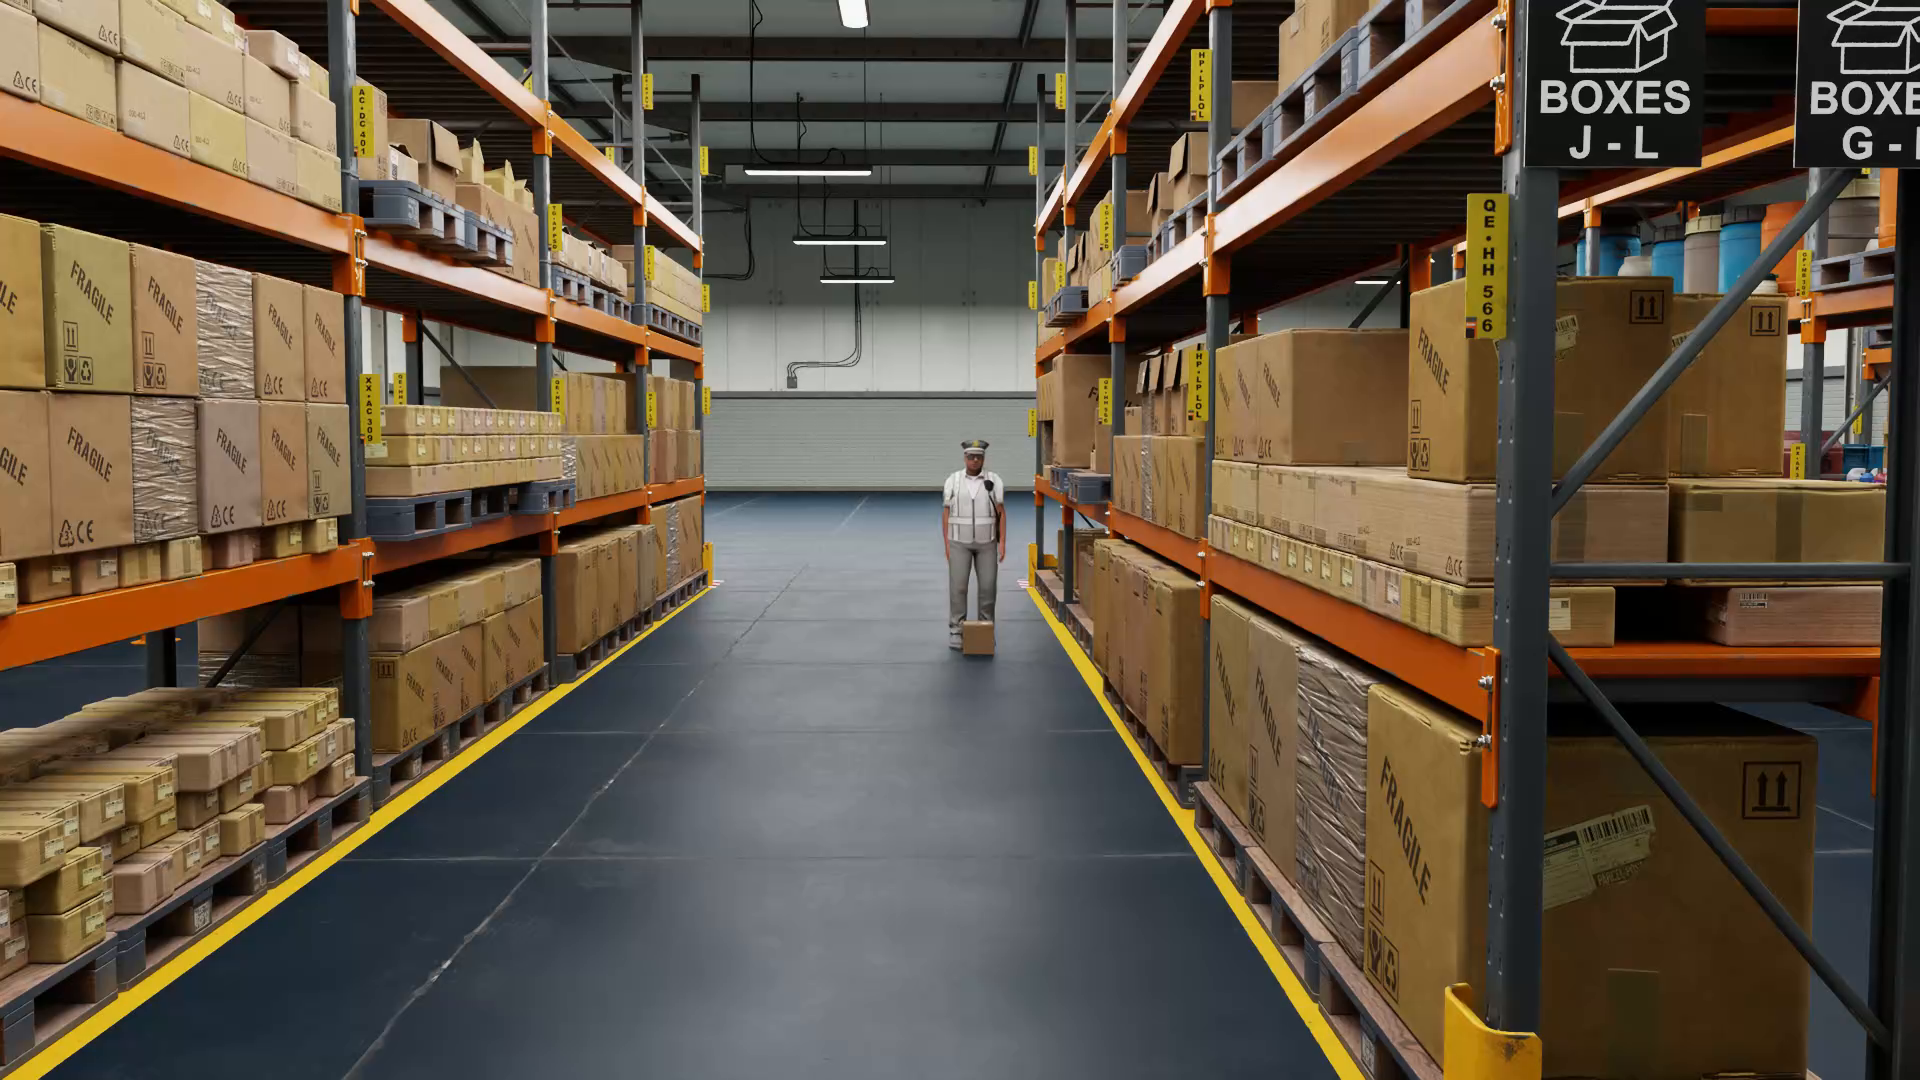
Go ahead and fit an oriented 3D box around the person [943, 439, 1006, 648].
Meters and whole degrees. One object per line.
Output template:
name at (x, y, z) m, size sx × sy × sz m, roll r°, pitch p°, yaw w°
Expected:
person at (0.124, 0.034, 14.208) m, size 0.538 × 1.787 × 0.407 m, roll 0°, pitch 4°, yaw -3°
